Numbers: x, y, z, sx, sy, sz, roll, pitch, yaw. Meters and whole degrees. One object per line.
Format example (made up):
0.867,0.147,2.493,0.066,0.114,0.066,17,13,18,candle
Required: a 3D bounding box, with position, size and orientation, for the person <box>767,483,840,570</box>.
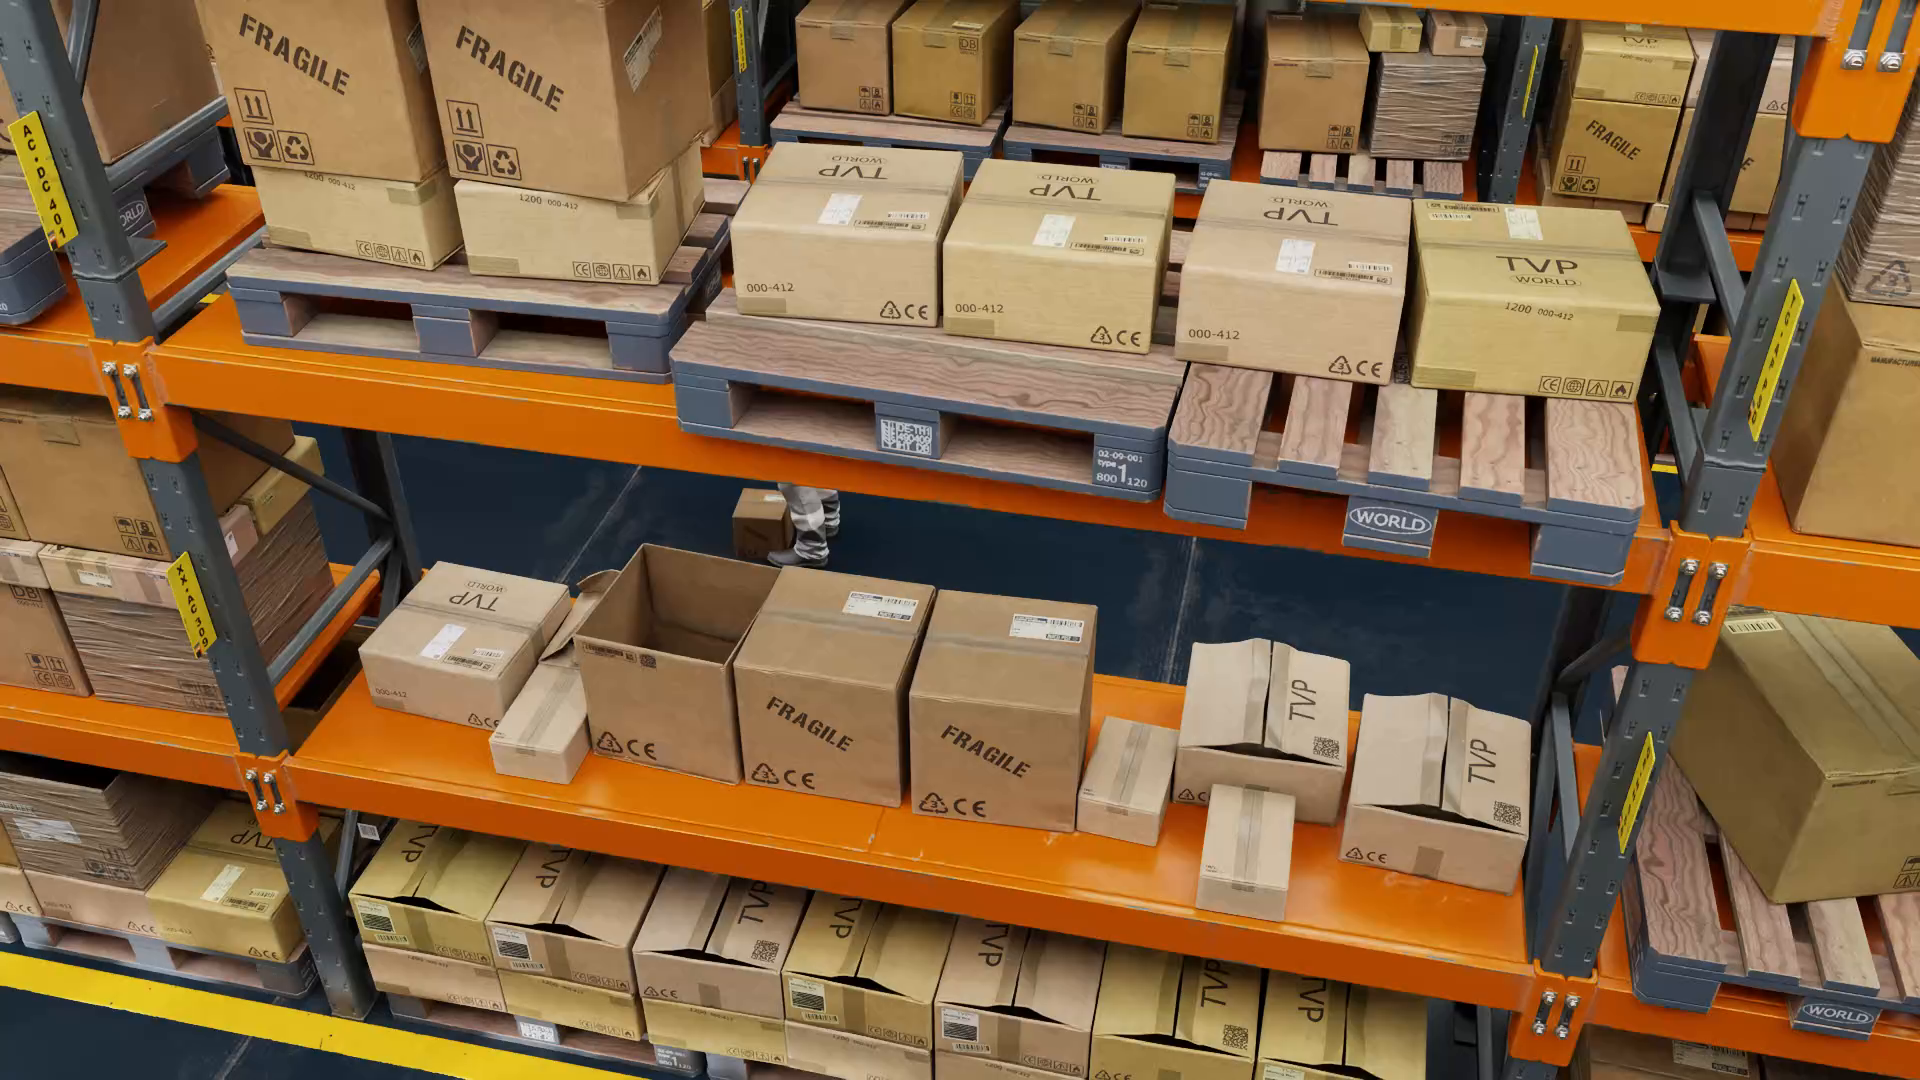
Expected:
-0.767,-0.660,7.855,0.453,1.777,0.609,6,37,8,person
